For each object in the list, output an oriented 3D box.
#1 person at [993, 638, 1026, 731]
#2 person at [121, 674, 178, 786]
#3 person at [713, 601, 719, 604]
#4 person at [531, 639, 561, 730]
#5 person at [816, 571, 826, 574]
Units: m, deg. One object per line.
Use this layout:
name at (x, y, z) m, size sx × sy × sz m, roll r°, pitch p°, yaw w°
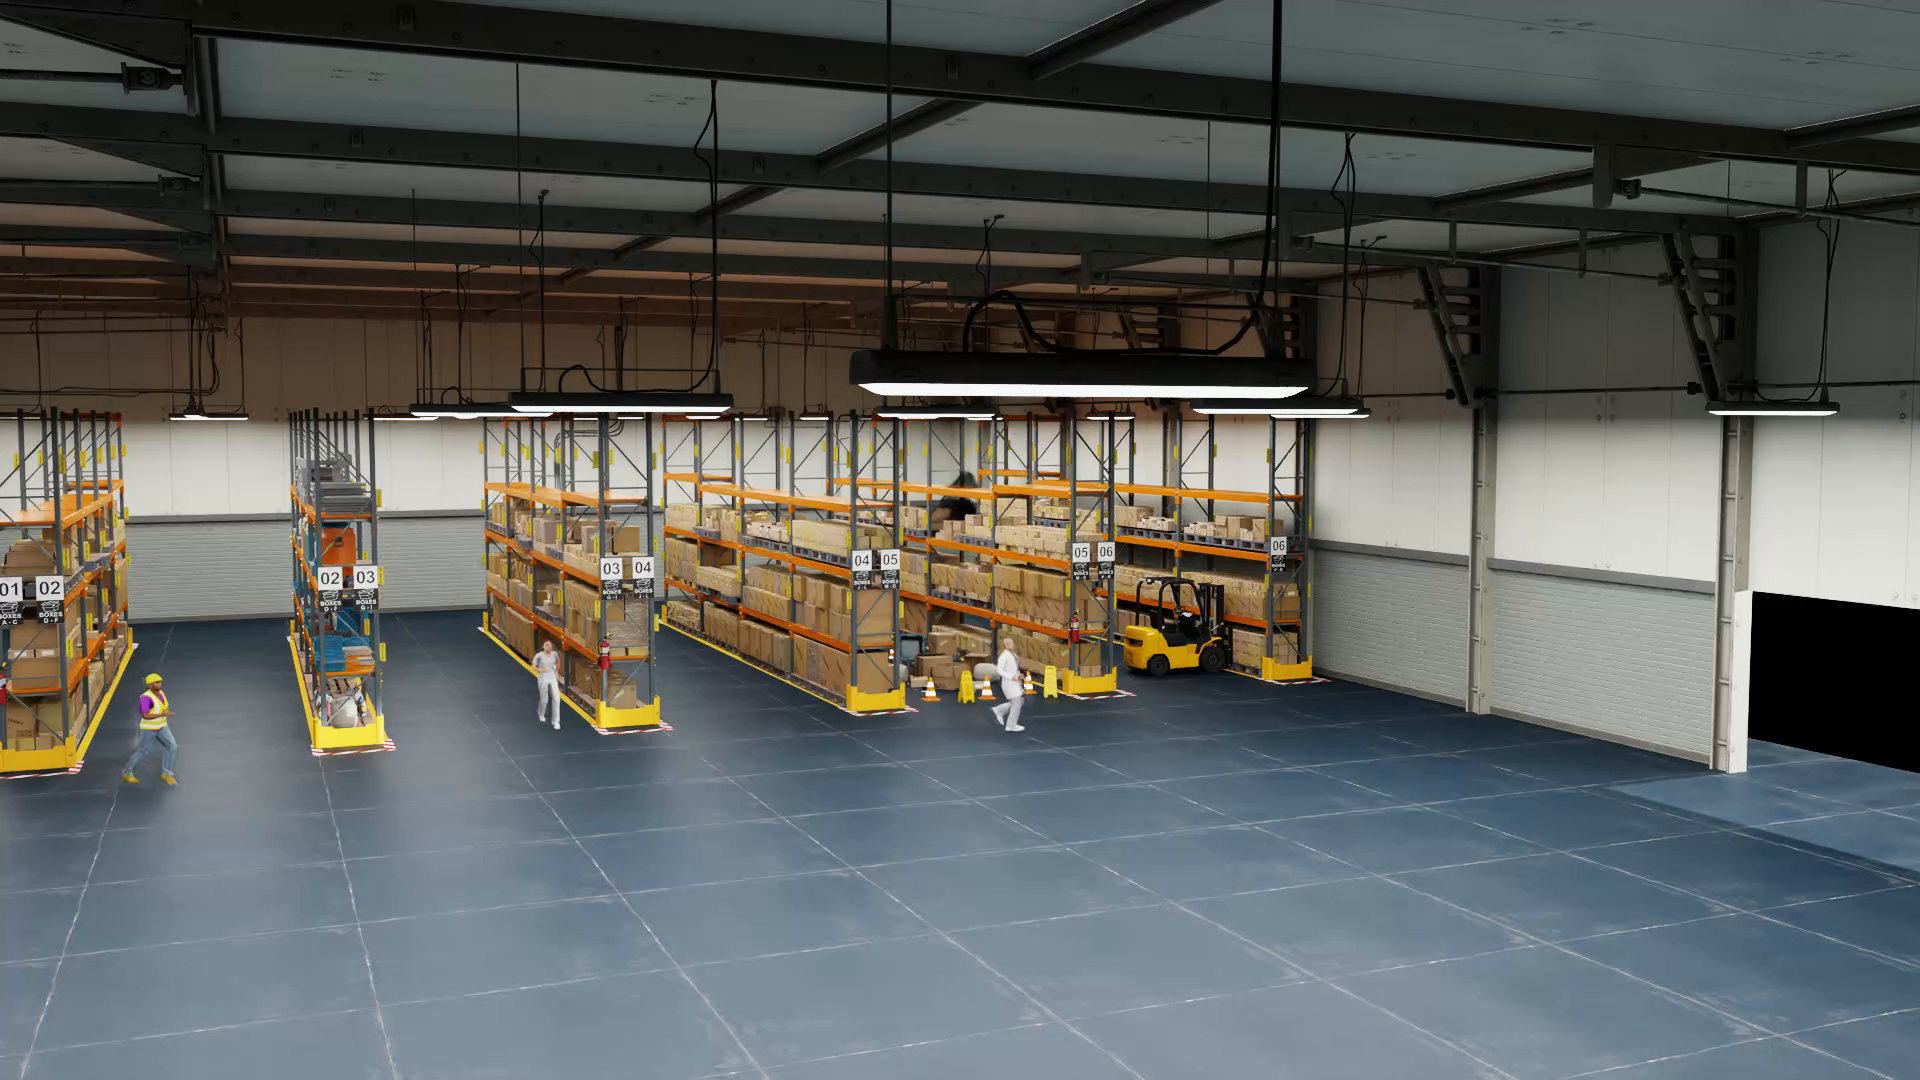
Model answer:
person at (0.895, 2.686, 30.980) m, size 0.670 × 1.724 × 0.708 m, roll 2°, pitch 4°, yaw 22°
person at (-12.757, 3.005, 26.262) m, size 0.903 × 1.813 × 0.710 m, roll 1°, pitch 4°, yaw 9°
person at (-7.175, 1.492, 48.998) m, size 0.523 × 1.594 × 0.614 m, roll 3°, pitch 5°, yaw 33°
person at (-7.806, 2.692, 31.402) m, size 0.596 × 1.682 × 0.935 m, roll -2°, pitch 5°, yaw -31°
person at (-4.089, 1.277, 51.273) m, size 0.673 × 1.804 × 0.686 m, roll -1°, pitch 4°, yaw -8°
